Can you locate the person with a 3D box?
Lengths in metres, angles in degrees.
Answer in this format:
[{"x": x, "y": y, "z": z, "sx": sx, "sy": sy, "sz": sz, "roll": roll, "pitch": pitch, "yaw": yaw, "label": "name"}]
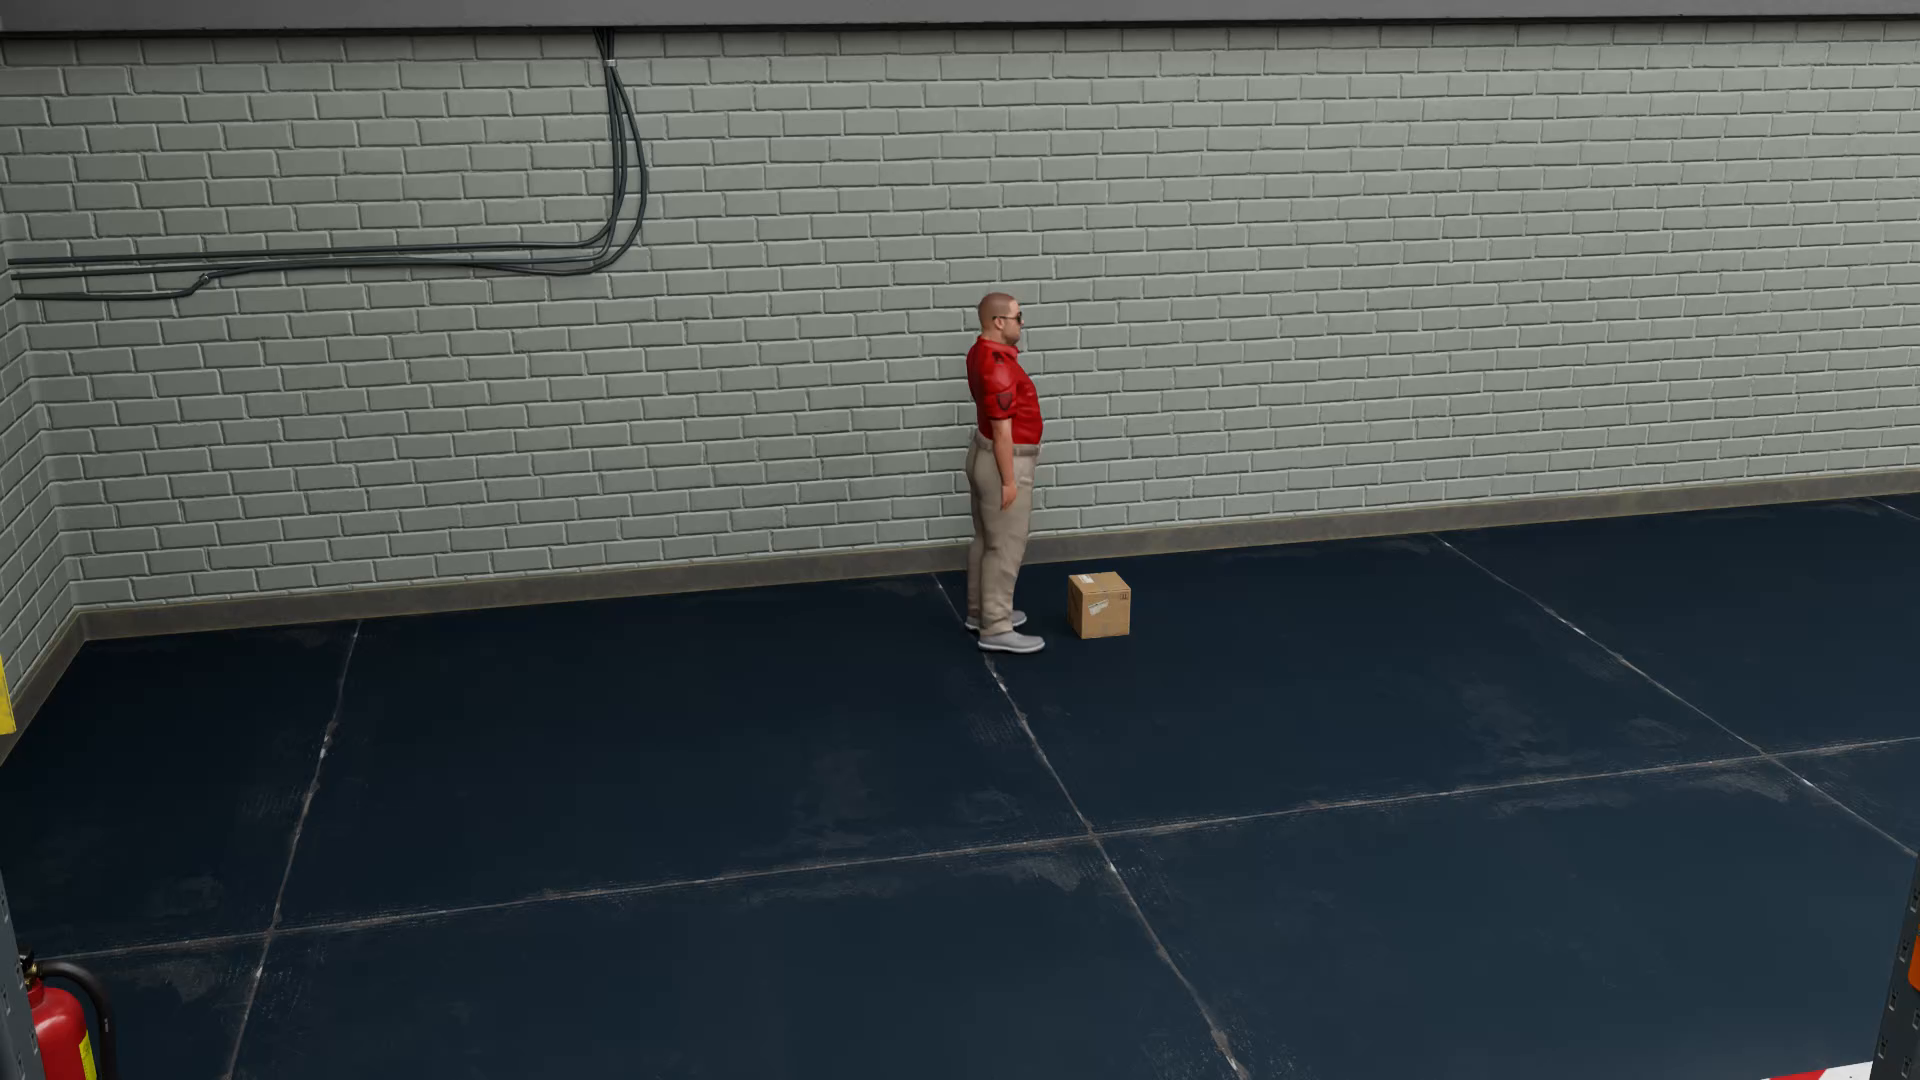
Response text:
[{"x": 0.221, "y": -0.336, "z": 8.035, "sx": 0.356, "sy": 1.732, "sz": 0.533, "roll": -4, "pitch": 20, "yaw": -11, "label": "person"}]
